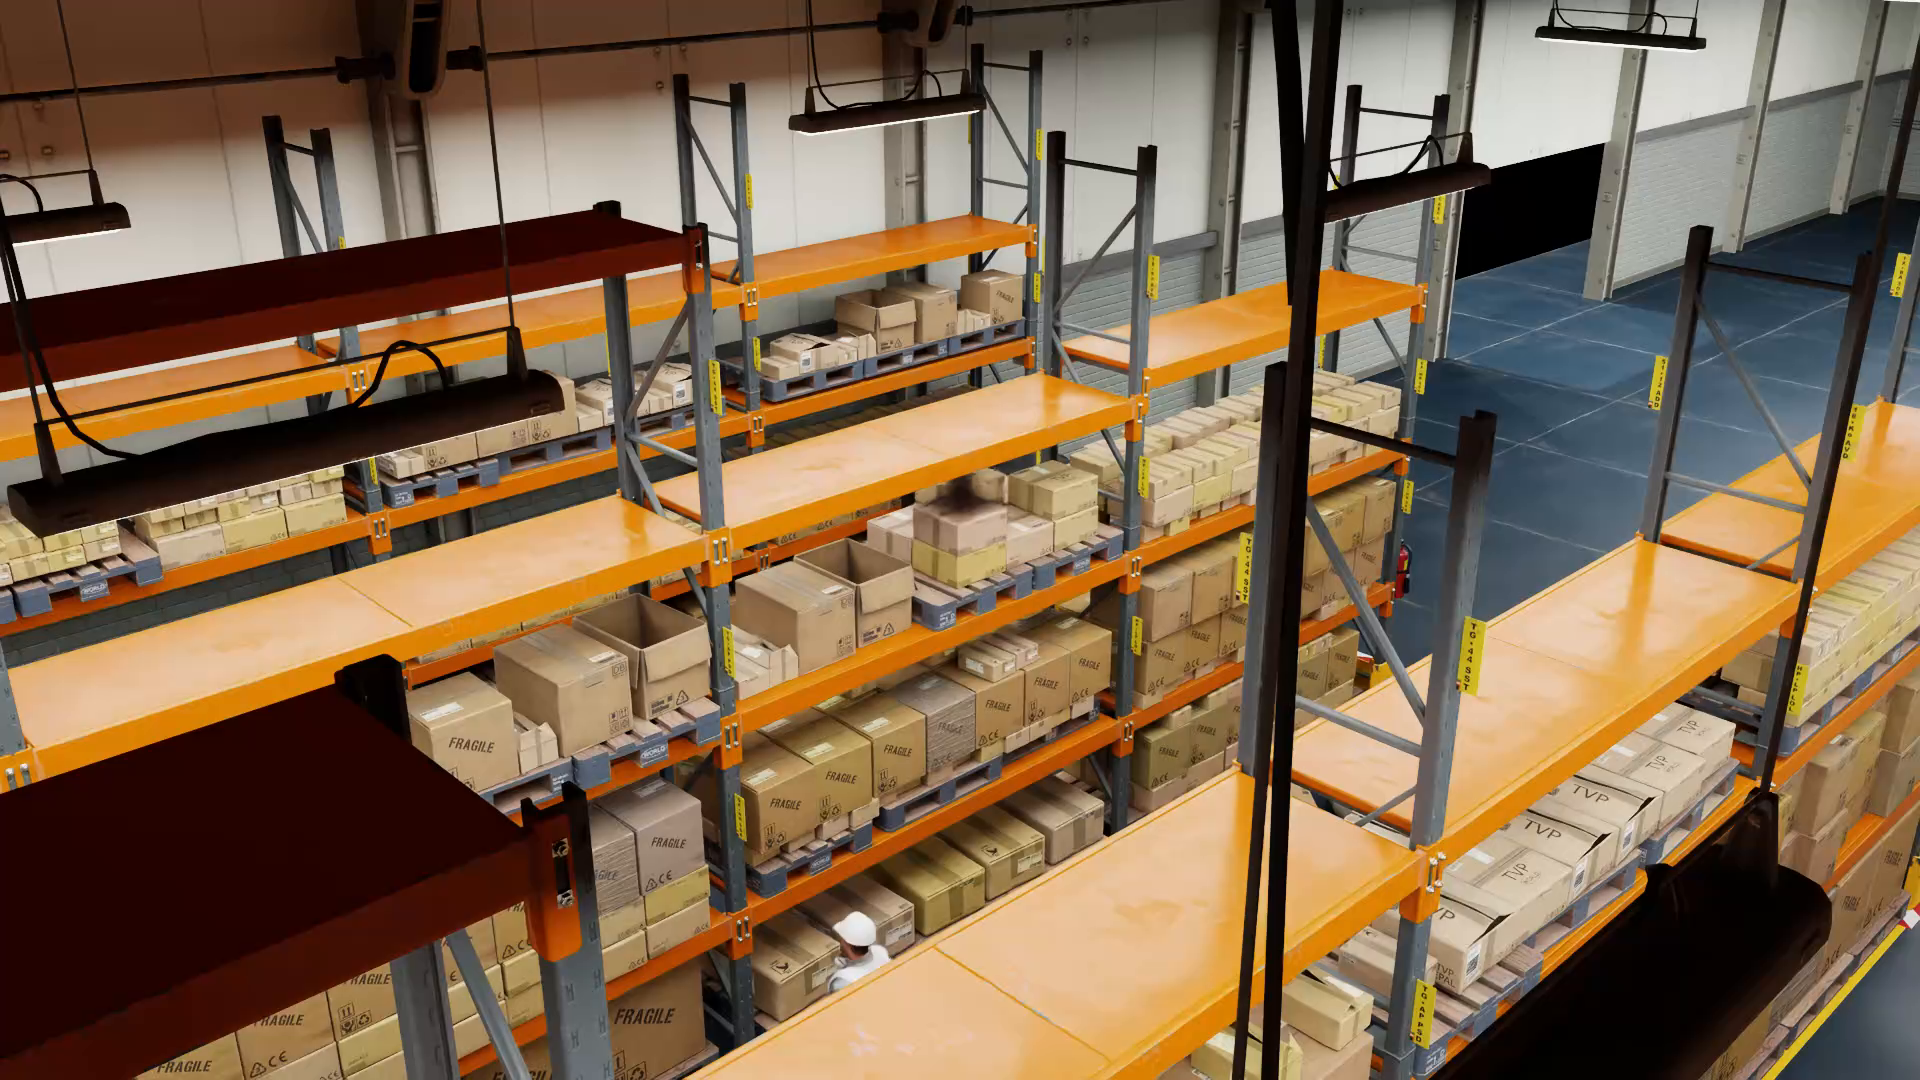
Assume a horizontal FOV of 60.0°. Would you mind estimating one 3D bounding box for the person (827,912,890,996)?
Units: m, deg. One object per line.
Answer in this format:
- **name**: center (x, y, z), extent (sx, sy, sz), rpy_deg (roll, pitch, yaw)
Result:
- **person**: center (-0.644, 3.190, 10.792), extent (0.399, 1.785, 0.537), rpy_deg (12, 25, 27)
